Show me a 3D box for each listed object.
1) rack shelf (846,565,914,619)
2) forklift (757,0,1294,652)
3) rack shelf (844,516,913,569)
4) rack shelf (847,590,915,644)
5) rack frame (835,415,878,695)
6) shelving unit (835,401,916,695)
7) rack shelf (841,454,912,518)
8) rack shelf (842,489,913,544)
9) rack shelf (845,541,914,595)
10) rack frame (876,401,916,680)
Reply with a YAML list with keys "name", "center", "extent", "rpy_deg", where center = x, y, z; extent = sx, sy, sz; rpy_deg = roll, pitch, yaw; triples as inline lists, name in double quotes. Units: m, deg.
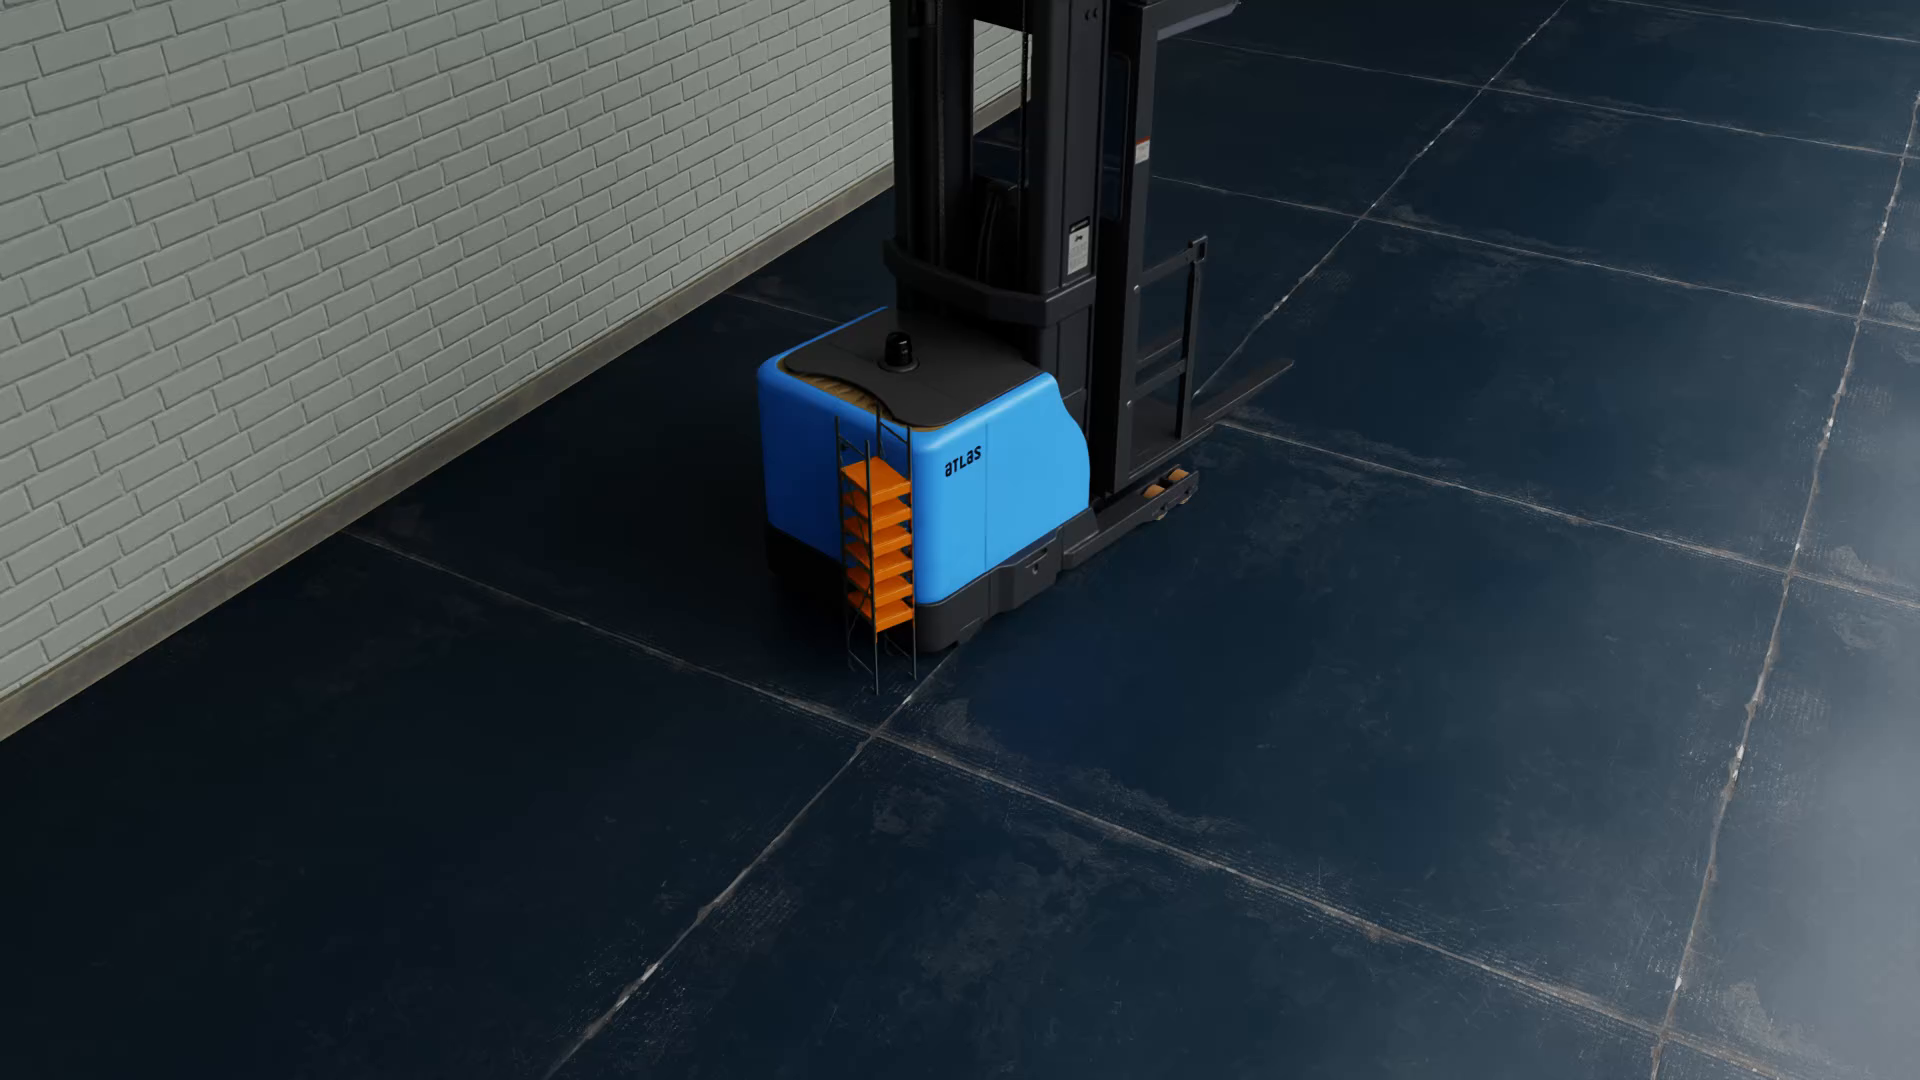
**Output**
- name: "rack shelf"
  center: [-0.329, 0.188, 6.682]
  extent: [0.180, 0.103, 0.258]
  rpy_deg: [-21, 39, -28]
- name: "forklift"
  center: [0.499, -1.484, 7.333]
  extent: [1.130, 2.935, 3.031]
  rpy_deg: [27, 42, 34]
- name: "rack shelf"
  center: [-0.329, -0.012, 6.549]
  extent: [0.180, 0.103, 0.258]
  rpy_deg: [-21, 39, -28]
- name: "rack shelf"
  center: [-0.329, 0.288, 6.749]
  extent: [0.180, 0.103, 0.258]
  rpy_deg: [-21, 39, -28]
- name: "rack frame"
  center: [-0.405, 0.079, 6.548]
  extent: [0.006, 1.200, 0.240]
  rpy_deg: [-21, 39, -28]
- name: "shelving unit"
  center: [-0.329, 0.051, 6.591]
  extent: [0.189, 1.200, 0.258]
  rpy_deg: [-21, 39, -28]
- name: "rack shelf"
  center: [-0.329, -0.212, 6.416]
  extent: [0.180, 0.103, 0.258]
  rpy_deg: [-21, 39, -28]
- name: "rack shelf"
  center: [-0.329, -0.112, 6.483]
  extent: [0.180, 0.103, 0.258]
  rpy_deg: [-21, 39, -28]
- name: "rack shelf"
  center: [-0.329, 0.088, 6.616]
  extent: [0.180, 0.103, 0.258]
  rpy_deg: [-21, 39, -28]
- name: "rack frame"
  center: [-0.253, 0.022, 6.634]
  extent: [0.006, 1.200, 0.240]
  rpy_deg: [-21, 39, -28]
